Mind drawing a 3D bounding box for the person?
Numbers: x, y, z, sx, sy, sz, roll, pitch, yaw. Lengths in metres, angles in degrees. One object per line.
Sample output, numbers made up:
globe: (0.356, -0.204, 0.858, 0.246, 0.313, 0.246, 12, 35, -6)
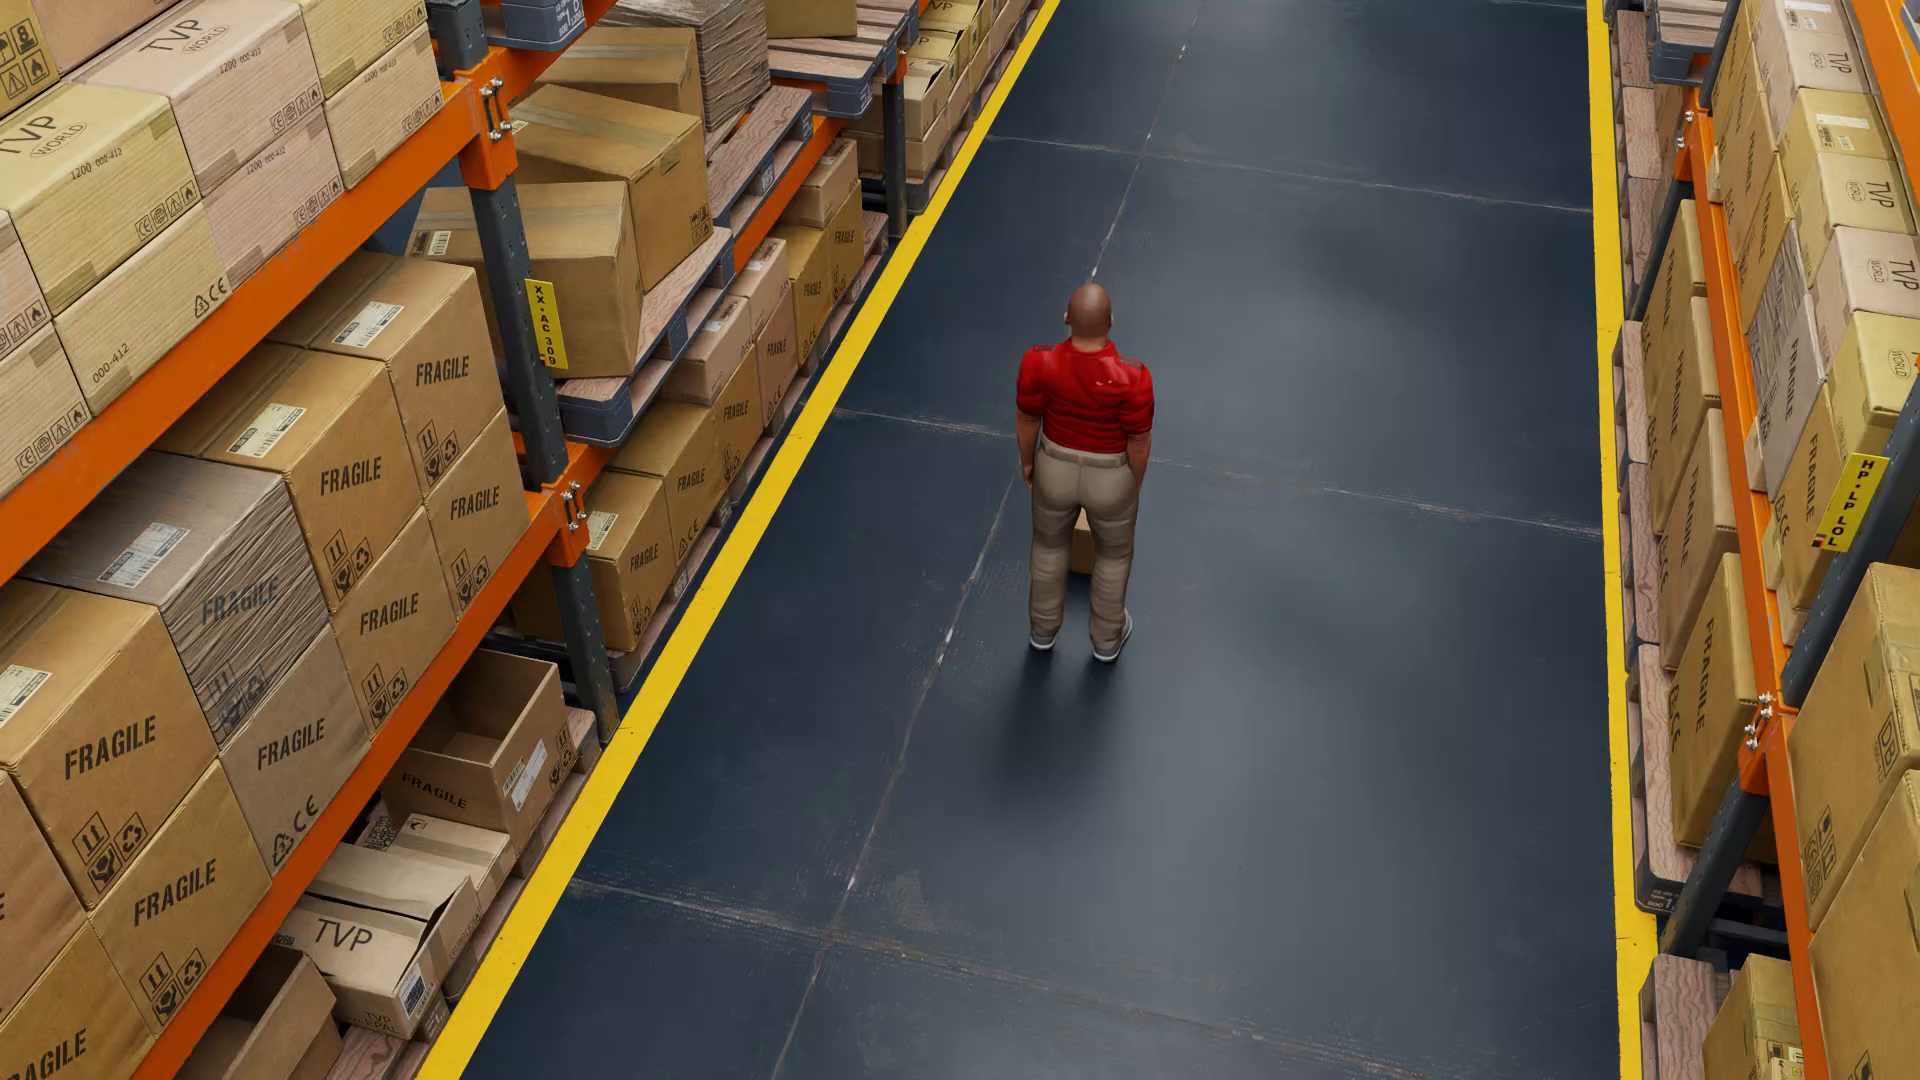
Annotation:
person: (0.480, -0.268, 6.487, 0.526, 1.723, 0.361, 11, 42, 12)
